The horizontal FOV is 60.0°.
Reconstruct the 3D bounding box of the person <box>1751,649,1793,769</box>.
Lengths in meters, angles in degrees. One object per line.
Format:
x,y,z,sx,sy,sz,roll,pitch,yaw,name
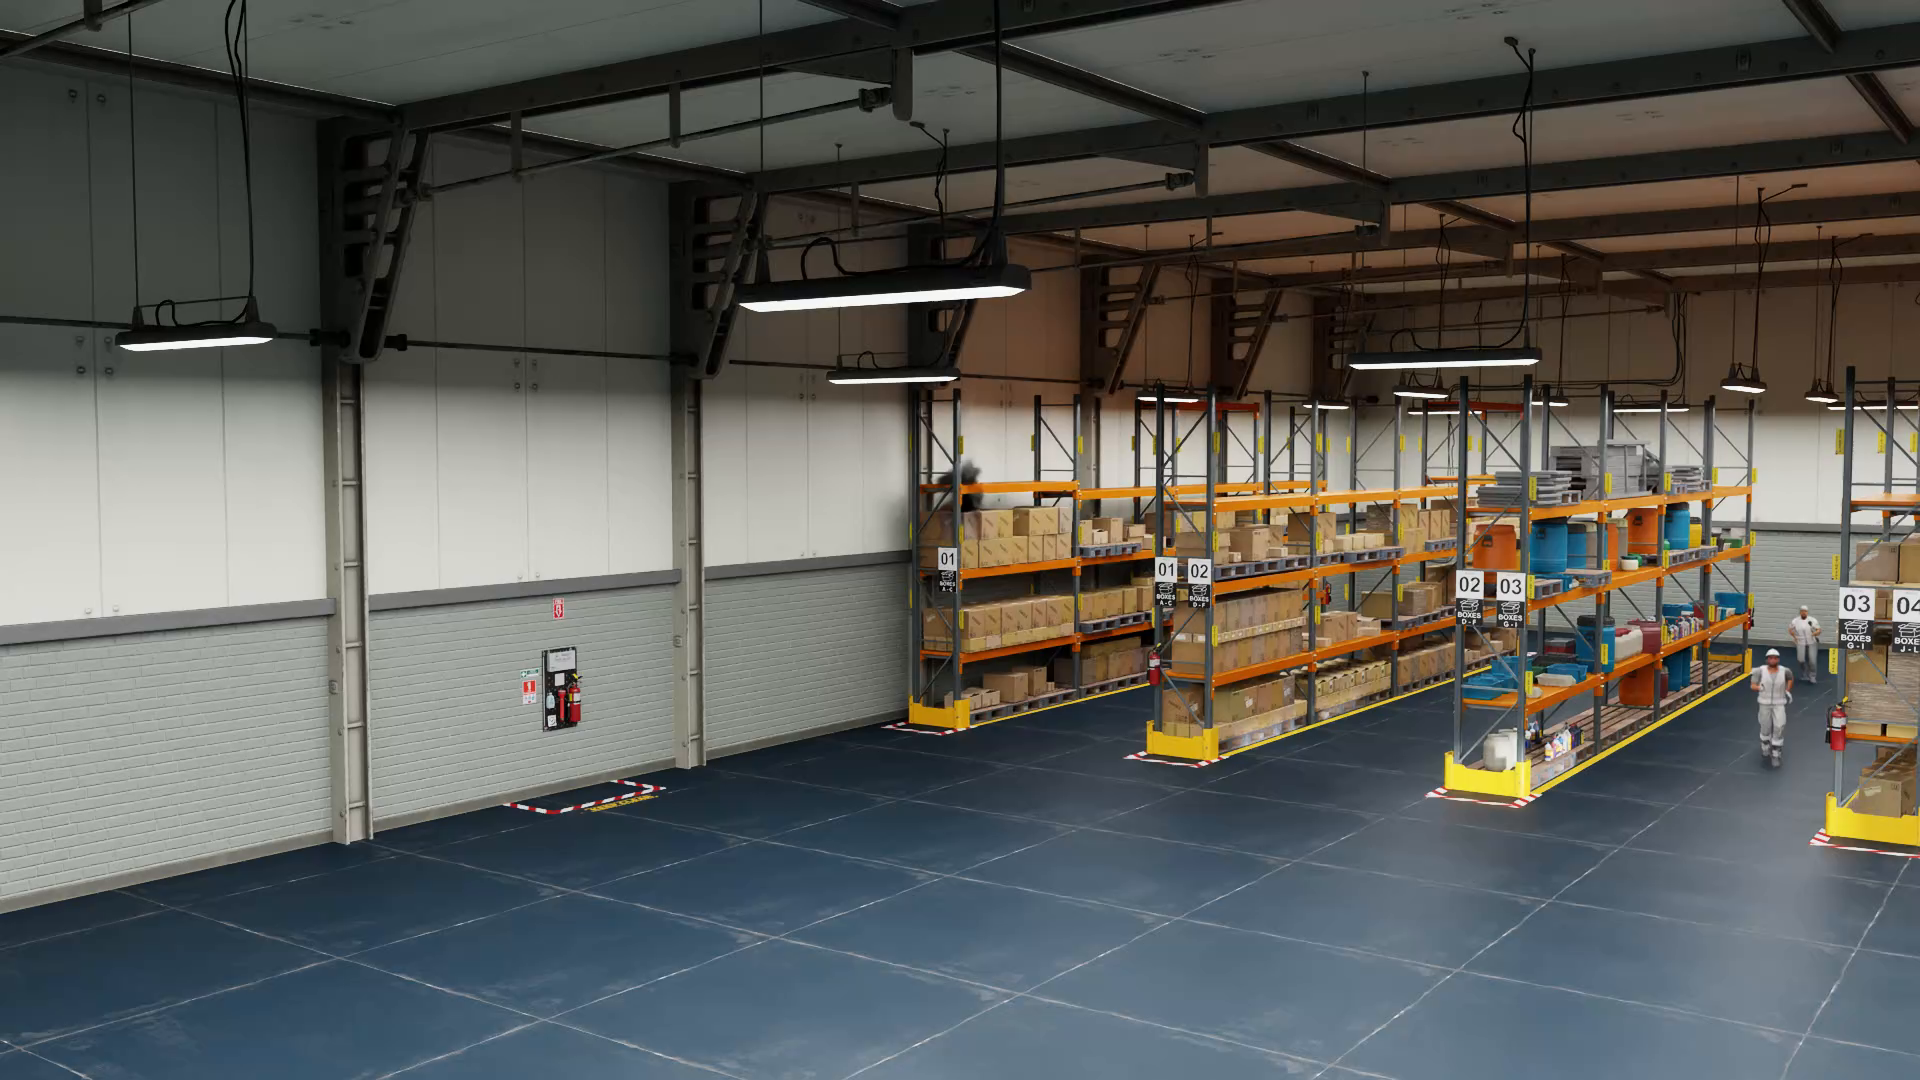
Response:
12.753,2.608,26.139,0.598,1.824,0.880,2,4,26,person

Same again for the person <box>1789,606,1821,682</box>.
17.786,2.196,35.018,0.619,1.624,0.585,2,4,26,person
